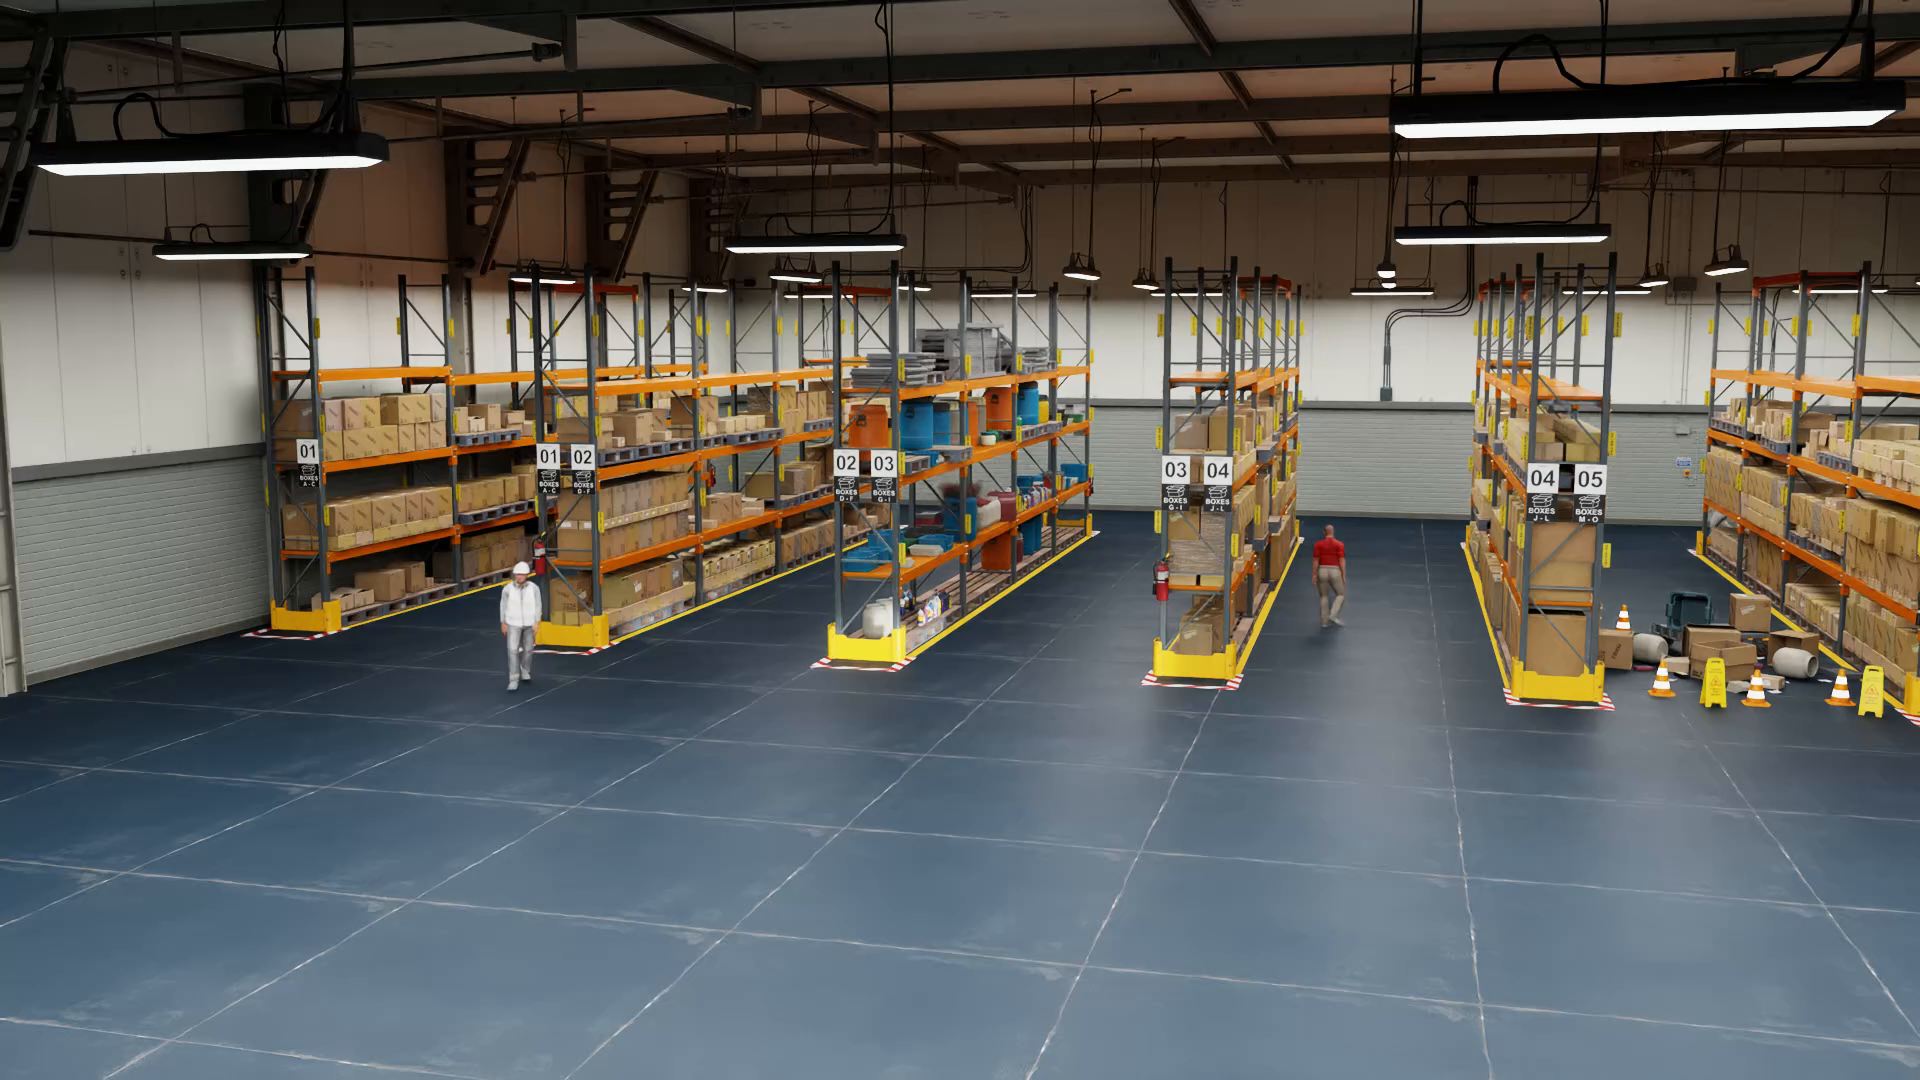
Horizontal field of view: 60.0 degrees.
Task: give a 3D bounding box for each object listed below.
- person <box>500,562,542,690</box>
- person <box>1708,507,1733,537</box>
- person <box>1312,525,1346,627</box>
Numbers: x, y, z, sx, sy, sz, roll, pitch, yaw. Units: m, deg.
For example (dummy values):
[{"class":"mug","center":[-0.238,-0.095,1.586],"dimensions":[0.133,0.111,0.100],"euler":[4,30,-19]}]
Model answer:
[{"class":"person","center":[-6.151,1.165,23.337],"dimensions":[0.563,1.724,0.942],"euler":[-3,8,-23]},{"class":"person","center":[17.877,-0.760,39.025],"dimensions":[0.947,1.618,0.504],"euler":[0,7,-3]},{"class":"person","center":[6.203,0.612,27.933],"dimensions":[0.586,1.724,0.532],"euler":[3,8,20]}]
